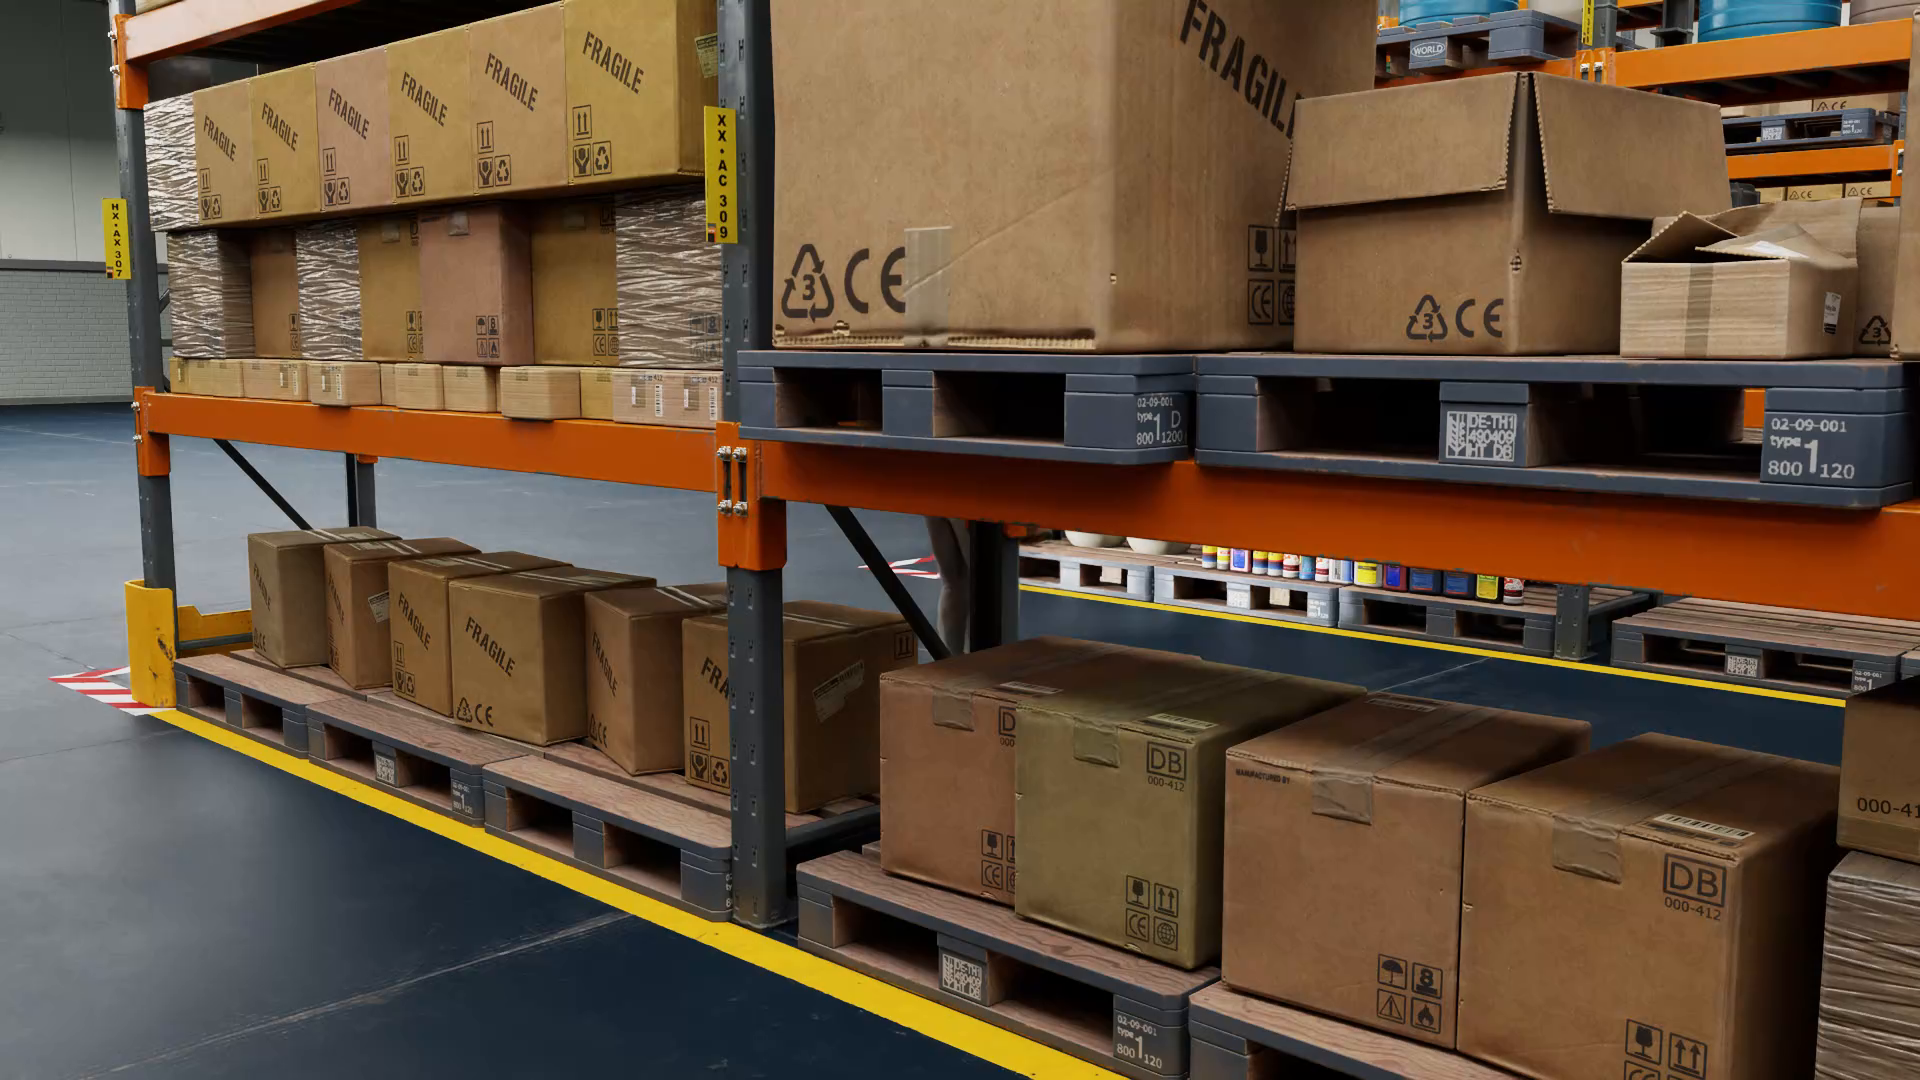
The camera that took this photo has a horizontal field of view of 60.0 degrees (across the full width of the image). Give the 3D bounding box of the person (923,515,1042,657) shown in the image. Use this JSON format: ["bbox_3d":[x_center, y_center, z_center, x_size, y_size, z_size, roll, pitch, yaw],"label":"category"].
[{"bbox_3d":[0.084,-0.108,6.979,0.404,1.597,0.546,7,10,42],"label":"person"}]
